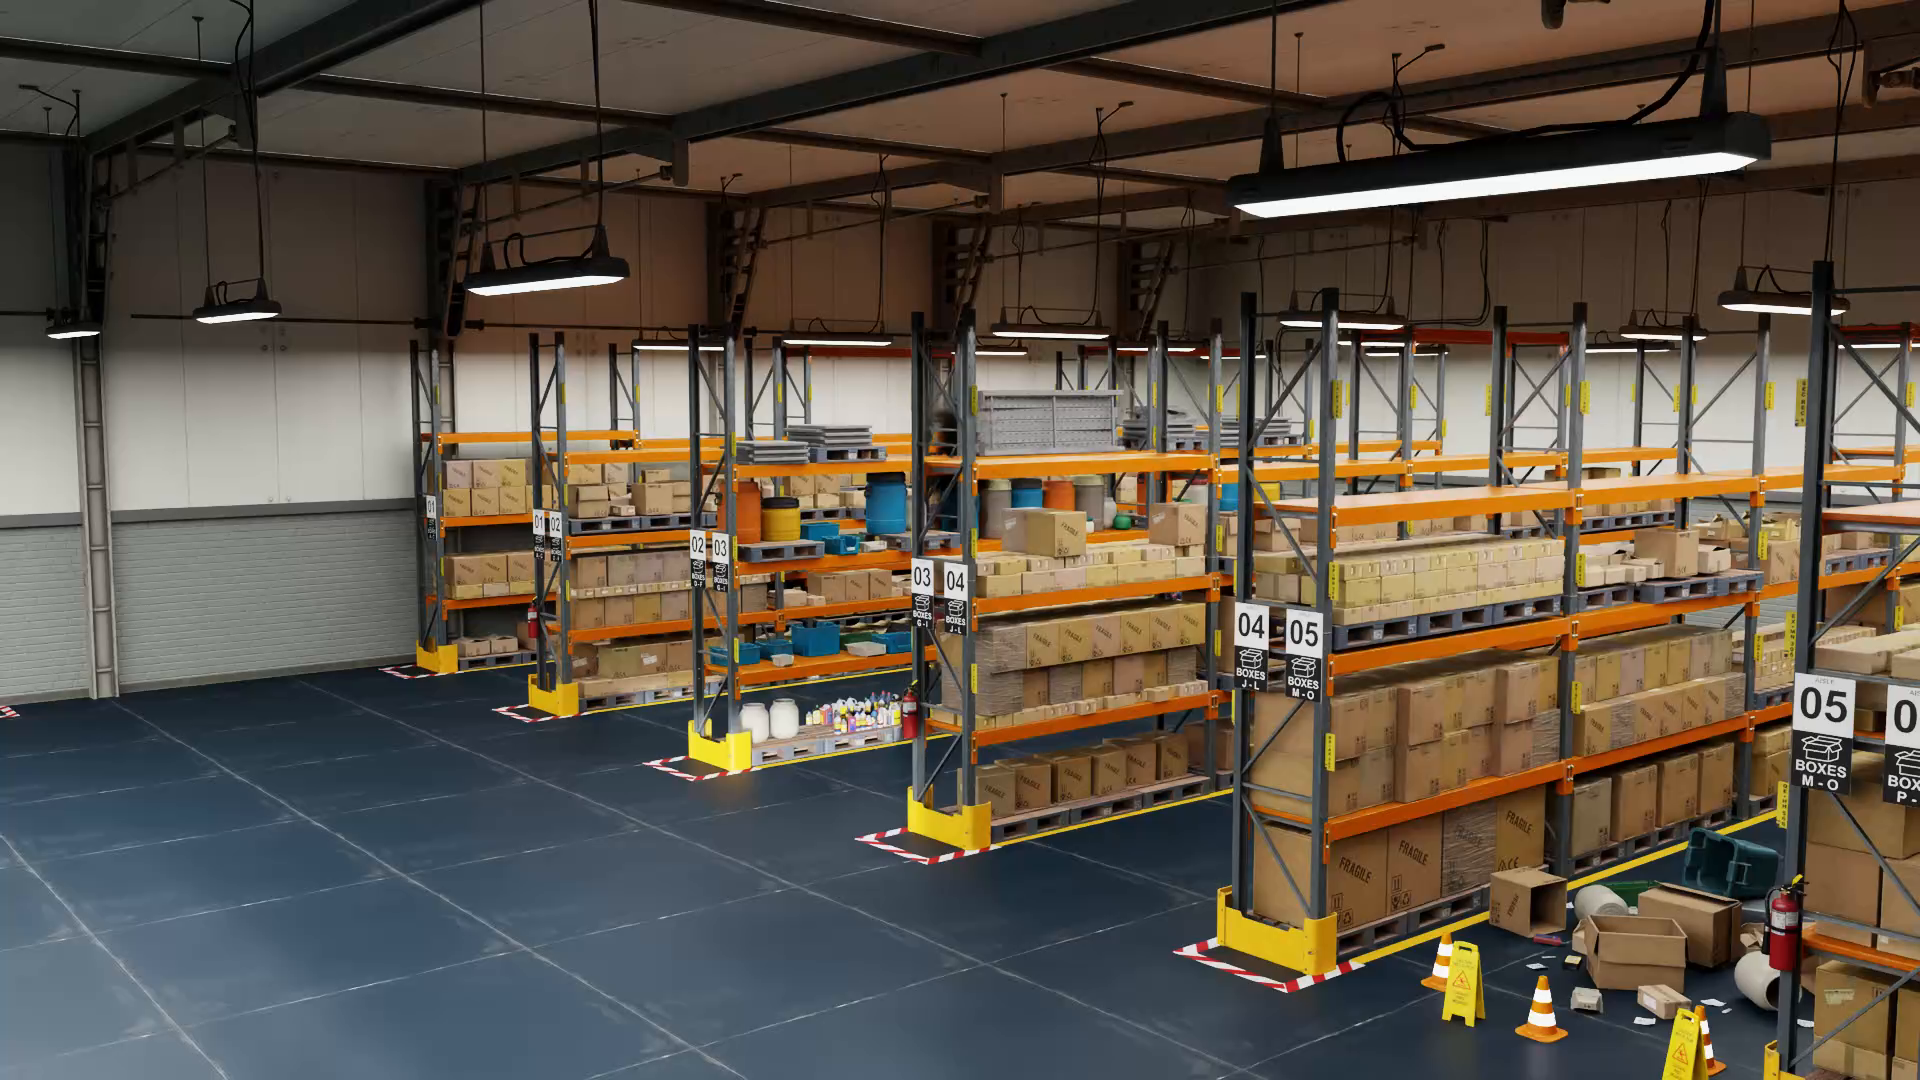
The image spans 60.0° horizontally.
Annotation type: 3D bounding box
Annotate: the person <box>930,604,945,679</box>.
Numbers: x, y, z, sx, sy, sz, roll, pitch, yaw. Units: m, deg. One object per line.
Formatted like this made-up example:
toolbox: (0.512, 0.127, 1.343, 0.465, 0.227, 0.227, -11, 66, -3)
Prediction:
person: (-0.381, 1.621, 29.082, 0.648, 1.690, 0.655, 5, 7, 44)
